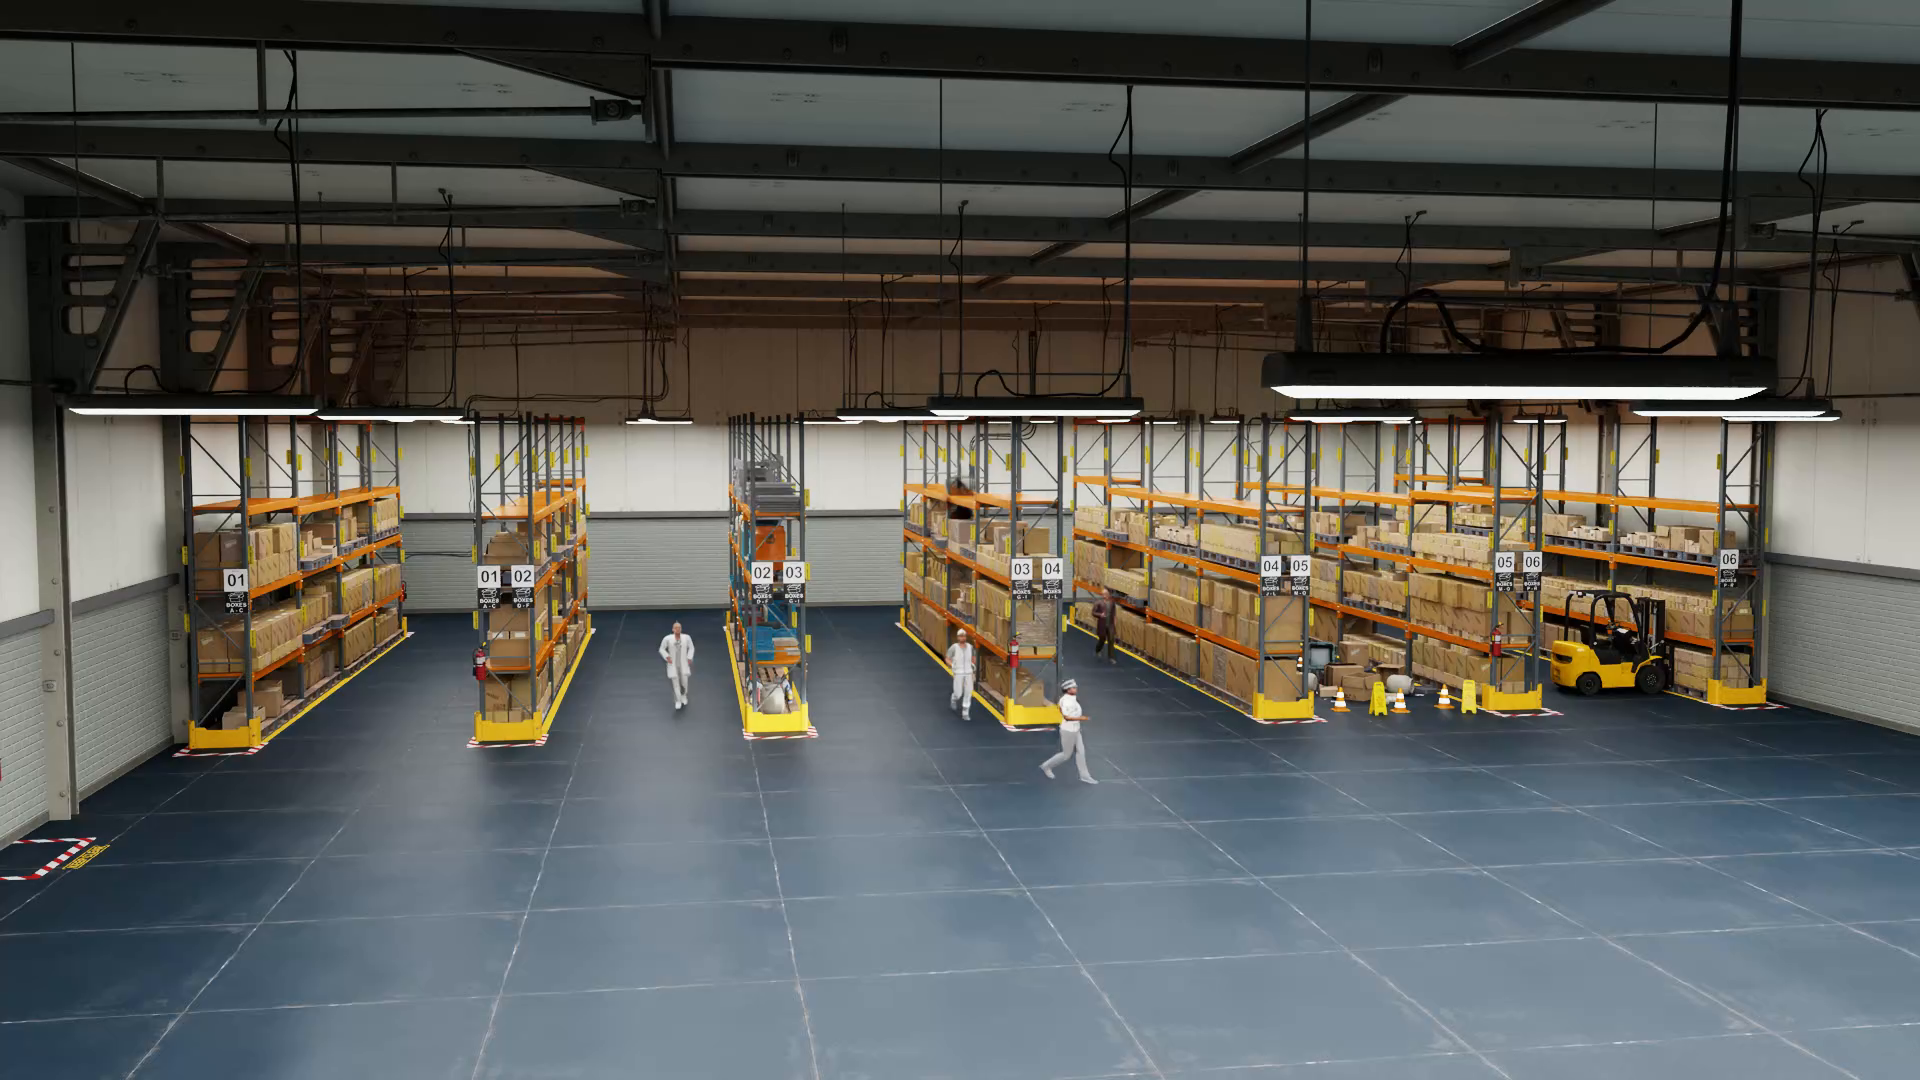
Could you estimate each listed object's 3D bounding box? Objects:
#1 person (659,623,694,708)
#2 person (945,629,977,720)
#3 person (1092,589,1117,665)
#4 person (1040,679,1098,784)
[{"bbox_3d":[-5.756,2.551,33.841,0.716,1.743,0.630,-1,4,-14],"label":"person"},{"bbox_3d":[0.049,2.626,32.565,0.658,1.751,0.871,-1,4,-16],"label":"person"},{"bbox_3d":[3.512,2.119,40.179,0.708,1.694,1.050,-1,4,-16],"label":"person"},{"bbox_3d":[1.749,3.053,26.569,0.923,1.699,0.579,1,4,15],"label":"person"}]
